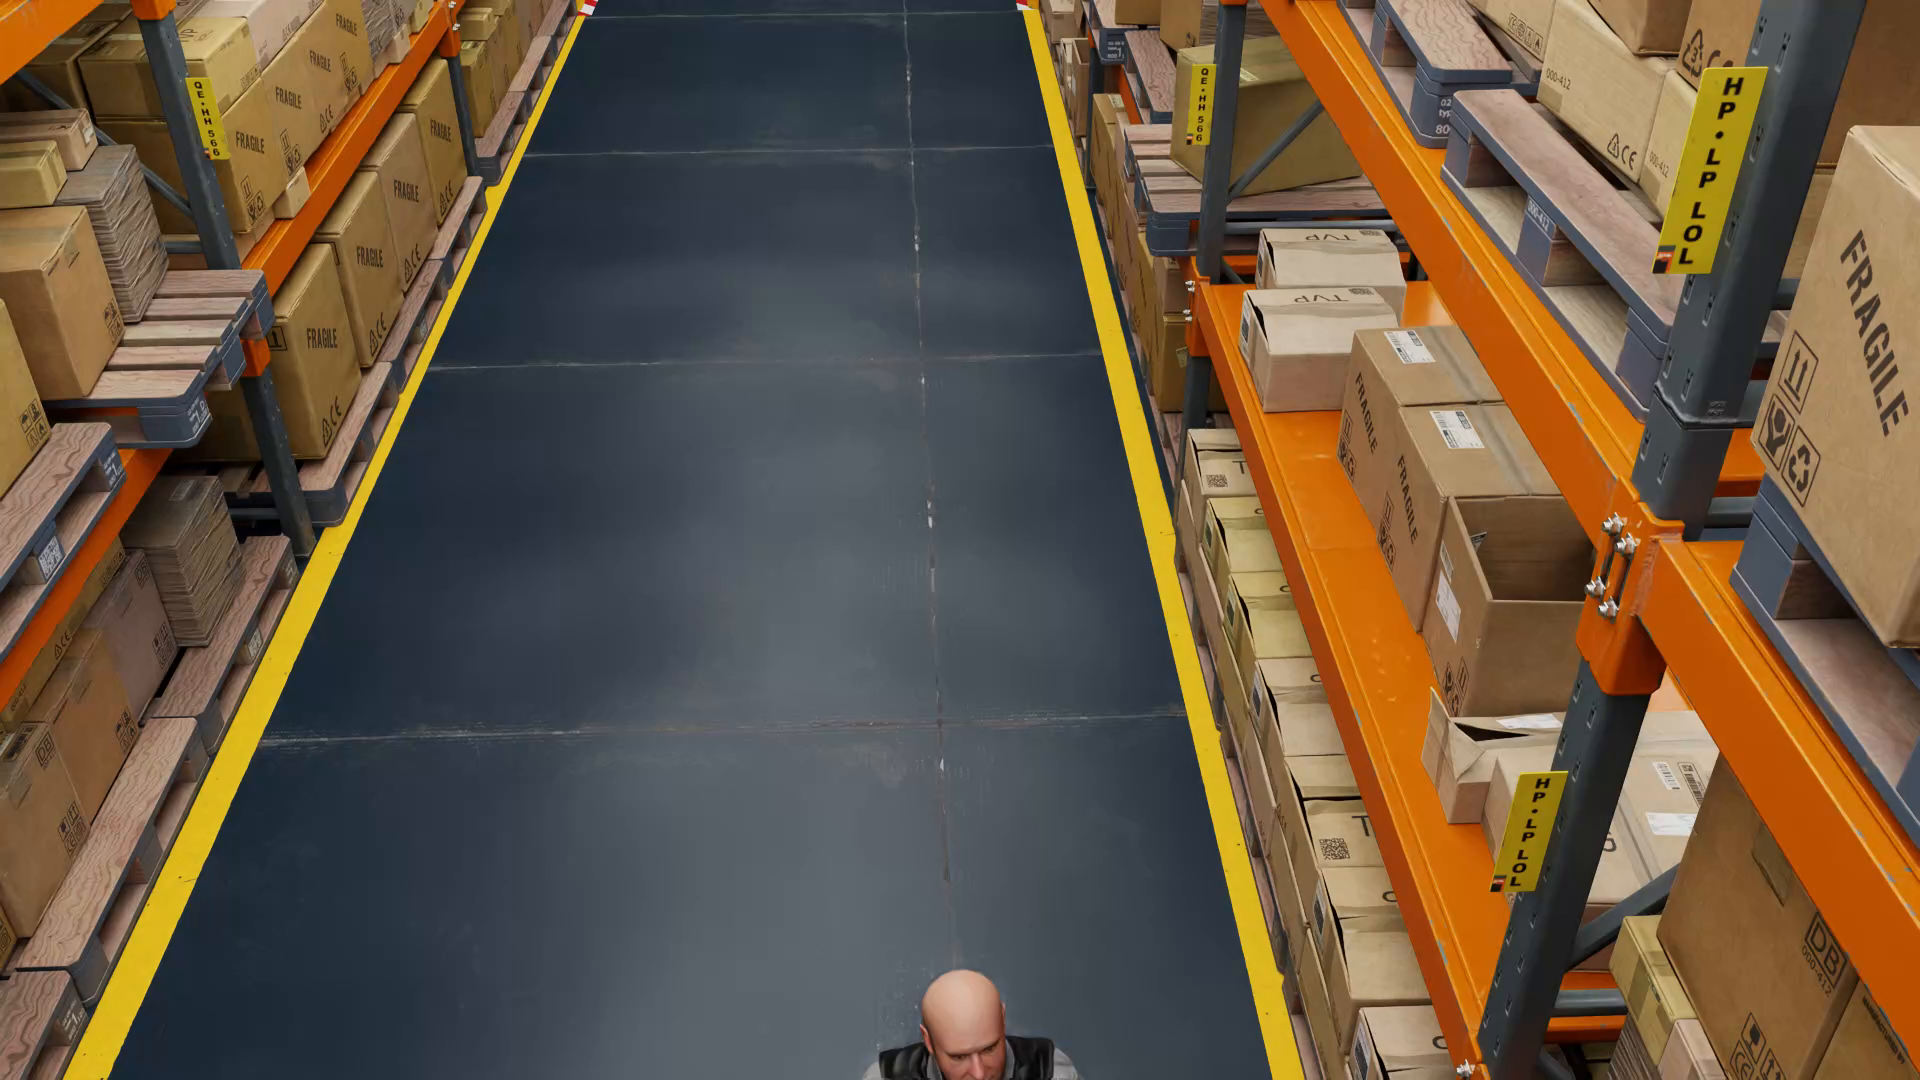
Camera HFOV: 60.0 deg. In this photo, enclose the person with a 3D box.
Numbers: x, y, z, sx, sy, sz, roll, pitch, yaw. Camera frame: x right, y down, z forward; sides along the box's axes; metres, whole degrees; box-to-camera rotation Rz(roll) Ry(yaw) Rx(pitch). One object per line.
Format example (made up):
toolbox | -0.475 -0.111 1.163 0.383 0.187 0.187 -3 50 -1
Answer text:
person | 0.031 1.620 3.816 0.535 1.711 0.488 -2 35 -2
